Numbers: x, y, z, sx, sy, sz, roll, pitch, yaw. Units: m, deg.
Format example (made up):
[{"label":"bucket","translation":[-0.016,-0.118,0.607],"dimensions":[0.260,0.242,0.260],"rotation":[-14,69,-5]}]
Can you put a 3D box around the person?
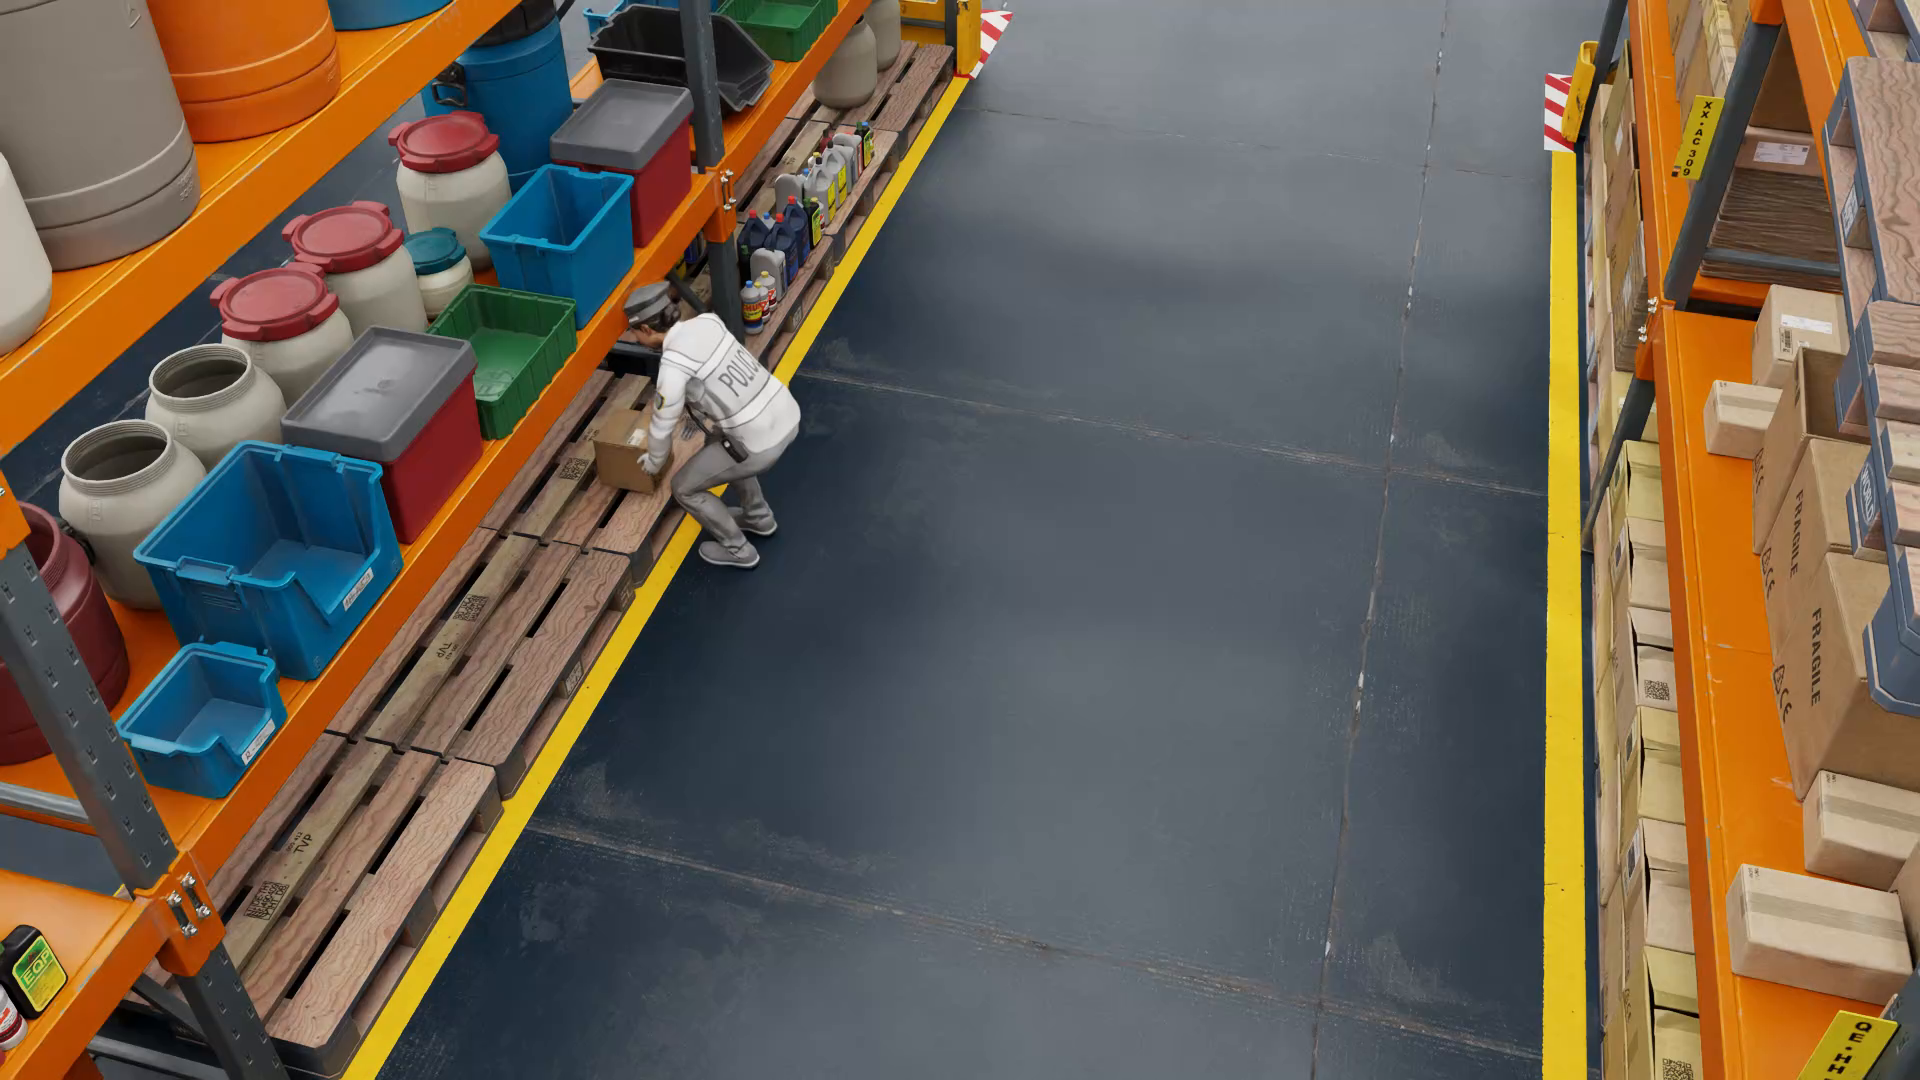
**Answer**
[{"label":"person","translation":[-1.049,-0.466,6.978],"dimensions":[0.749,1.290,0.534],"rotation":[16,44,18]}]
